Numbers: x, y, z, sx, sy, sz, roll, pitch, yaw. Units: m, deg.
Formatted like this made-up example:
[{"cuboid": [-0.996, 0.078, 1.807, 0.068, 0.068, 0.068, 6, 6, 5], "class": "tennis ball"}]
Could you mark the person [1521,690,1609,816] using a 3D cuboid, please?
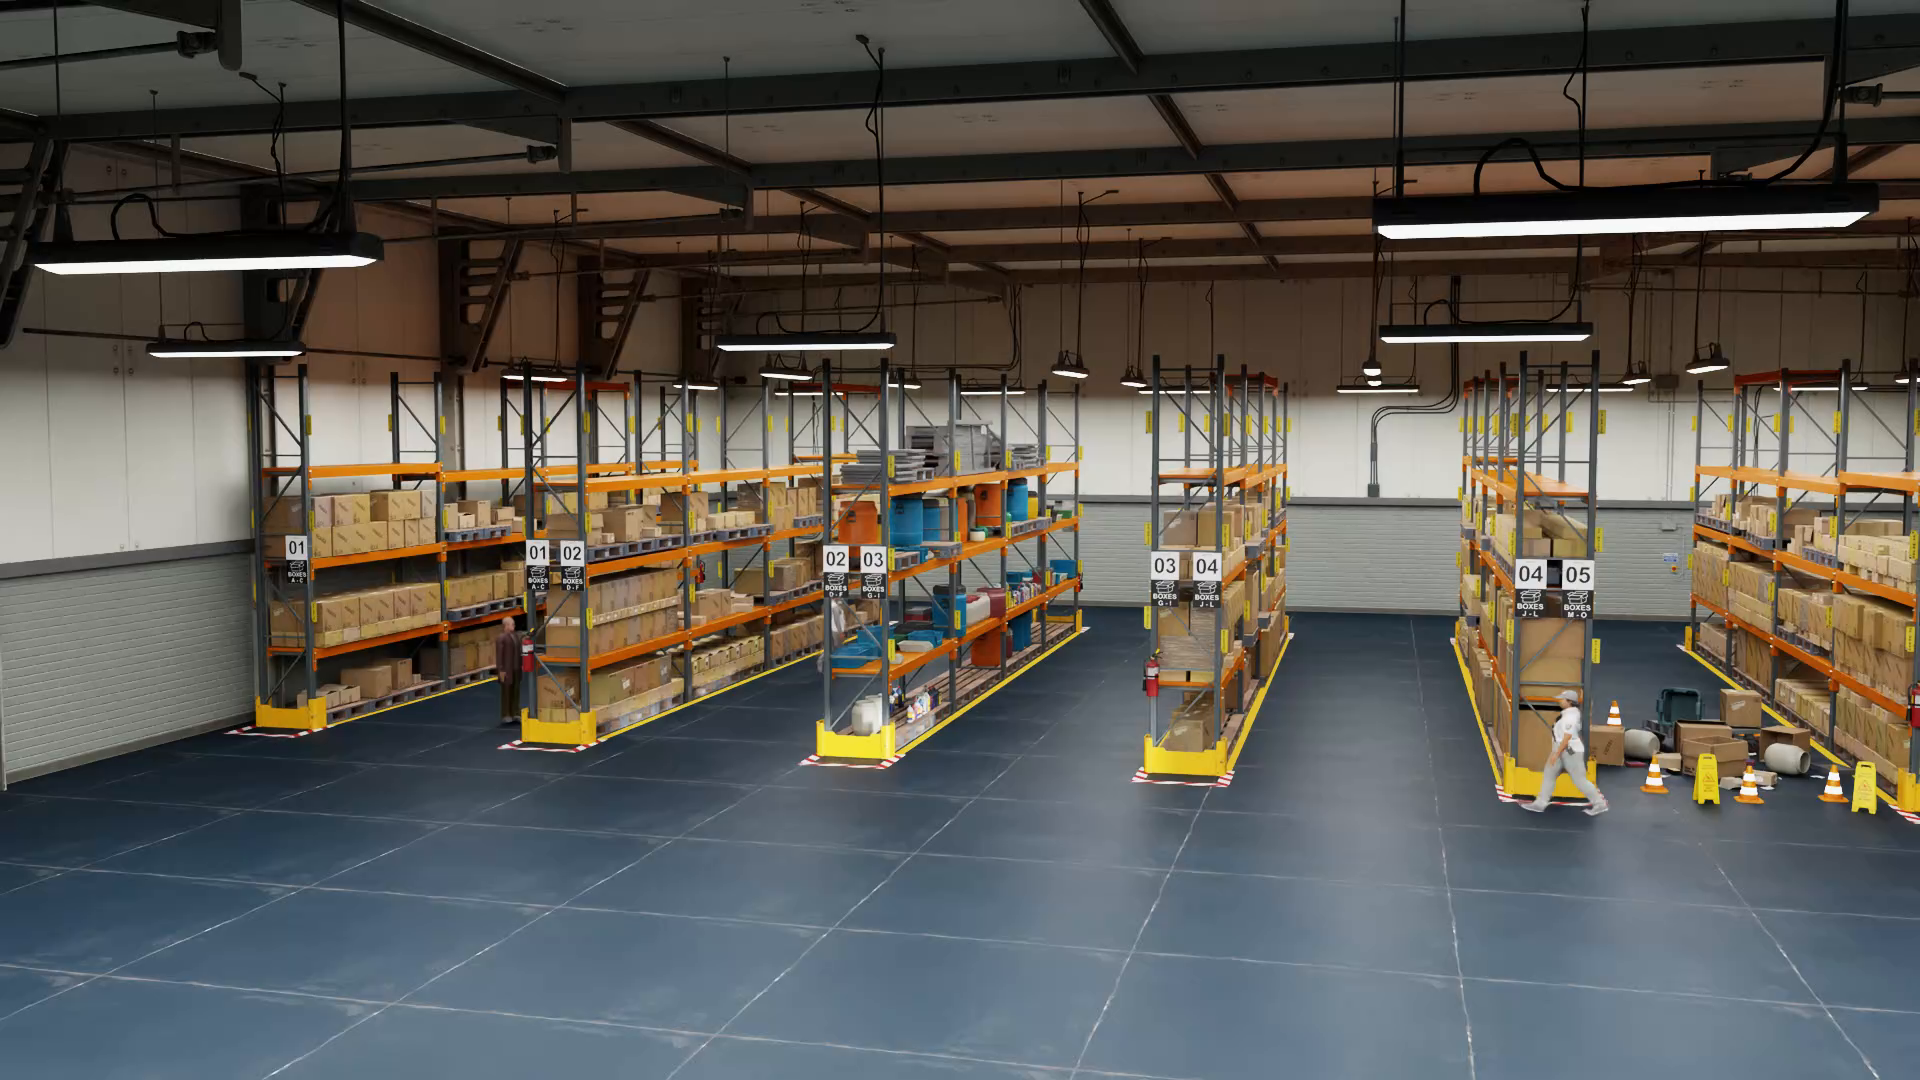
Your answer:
[{"cuboid": [7.751, 2.721, 21.261, 1.004, 1.619, 0.491, 0, 4, 3], "class": "person"}]

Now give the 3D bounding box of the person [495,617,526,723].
[{"cuboid": [-7.568, 2.178, 27.970, 0.371, 1.790, 0.617, 2, 4, 25], "class": "person"}]

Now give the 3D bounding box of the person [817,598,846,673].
[{"cuboid": [-2.526, 1.817, 33.030, 0.586, 1.766, 0.547, -2, 4, -27], "class": "person"}]
